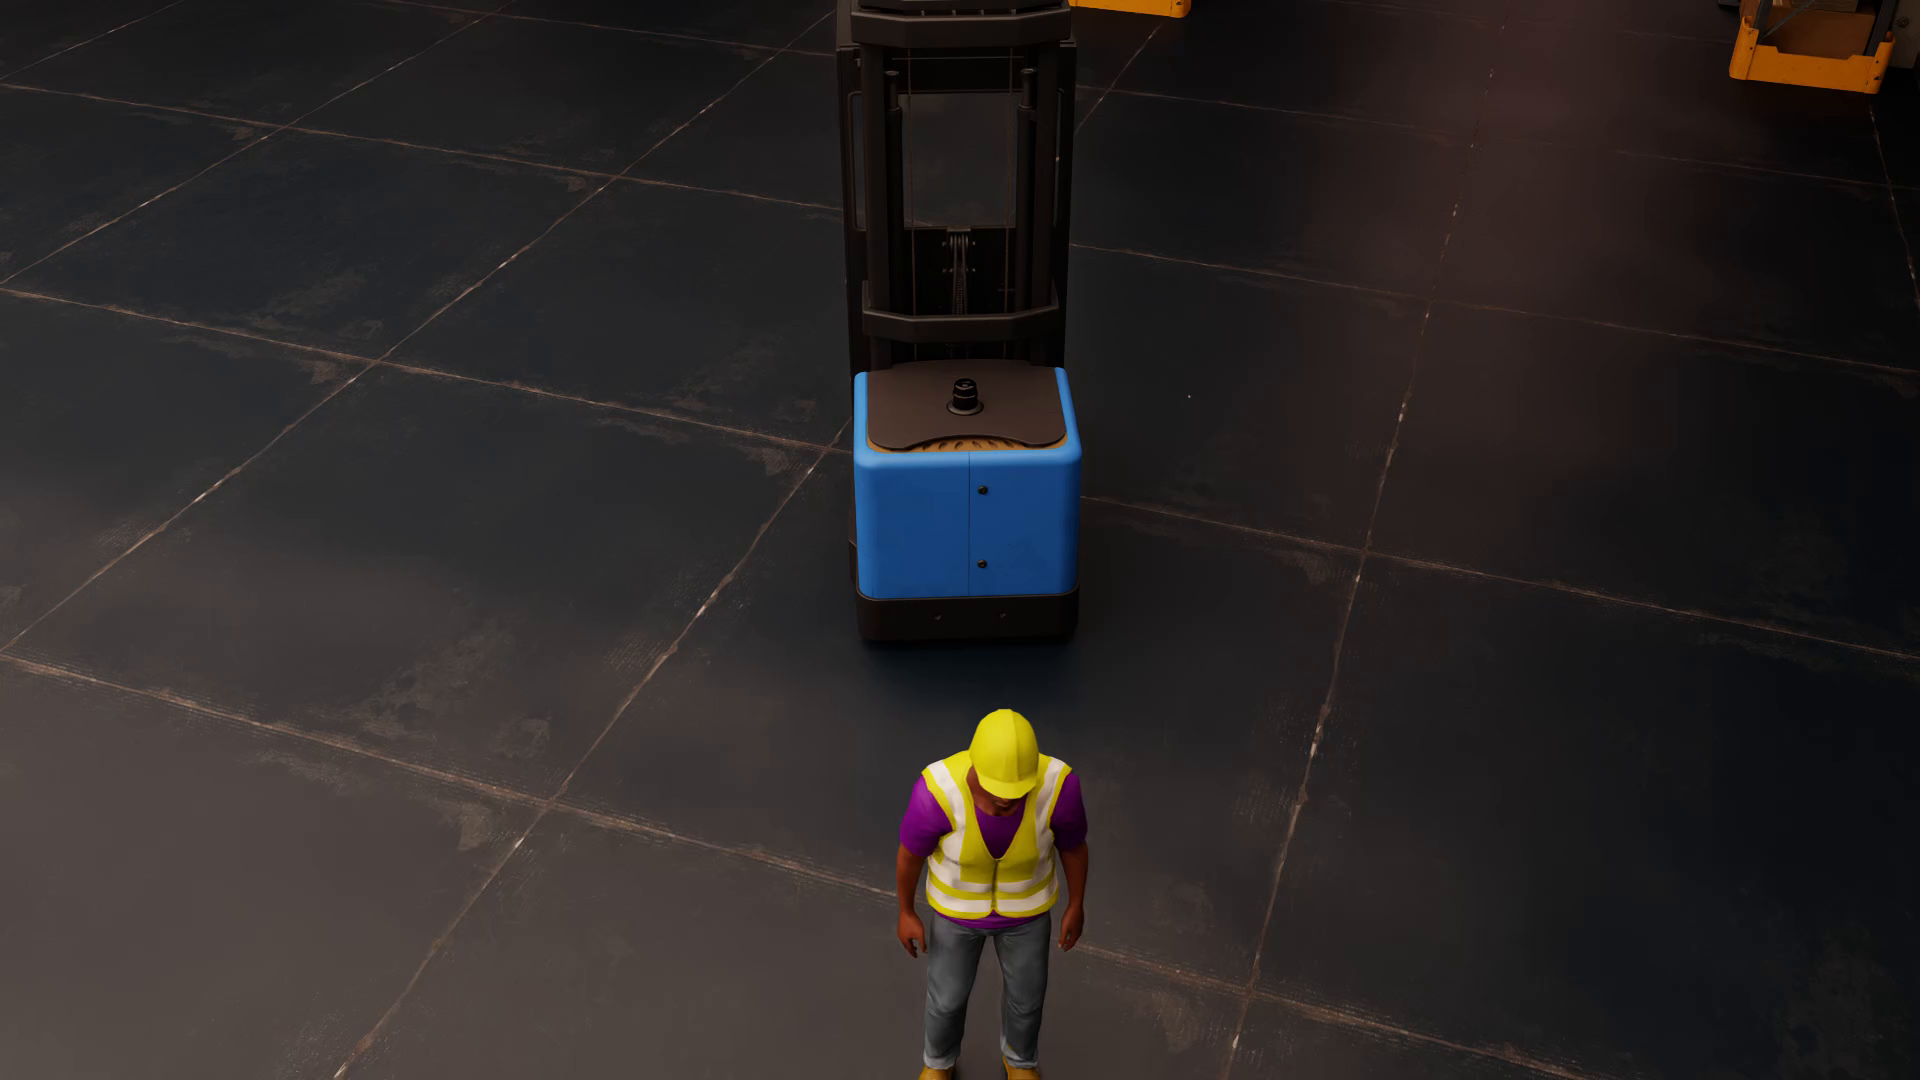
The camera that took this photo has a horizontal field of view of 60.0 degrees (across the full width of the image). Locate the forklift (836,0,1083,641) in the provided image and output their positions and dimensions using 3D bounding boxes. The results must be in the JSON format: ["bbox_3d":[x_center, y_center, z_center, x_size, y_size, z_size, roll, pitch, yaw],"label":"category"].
[{"bbox_3d":[-0.029,-1.547,8.293,1.130,2.935,3.031,-2,35,-2],"label":"forklift"}]

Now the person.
[{"bbox_3d":[0.105,1.209,5.422,0.626,1.759,0.463,-1,35,-2],"label":"person"}]
